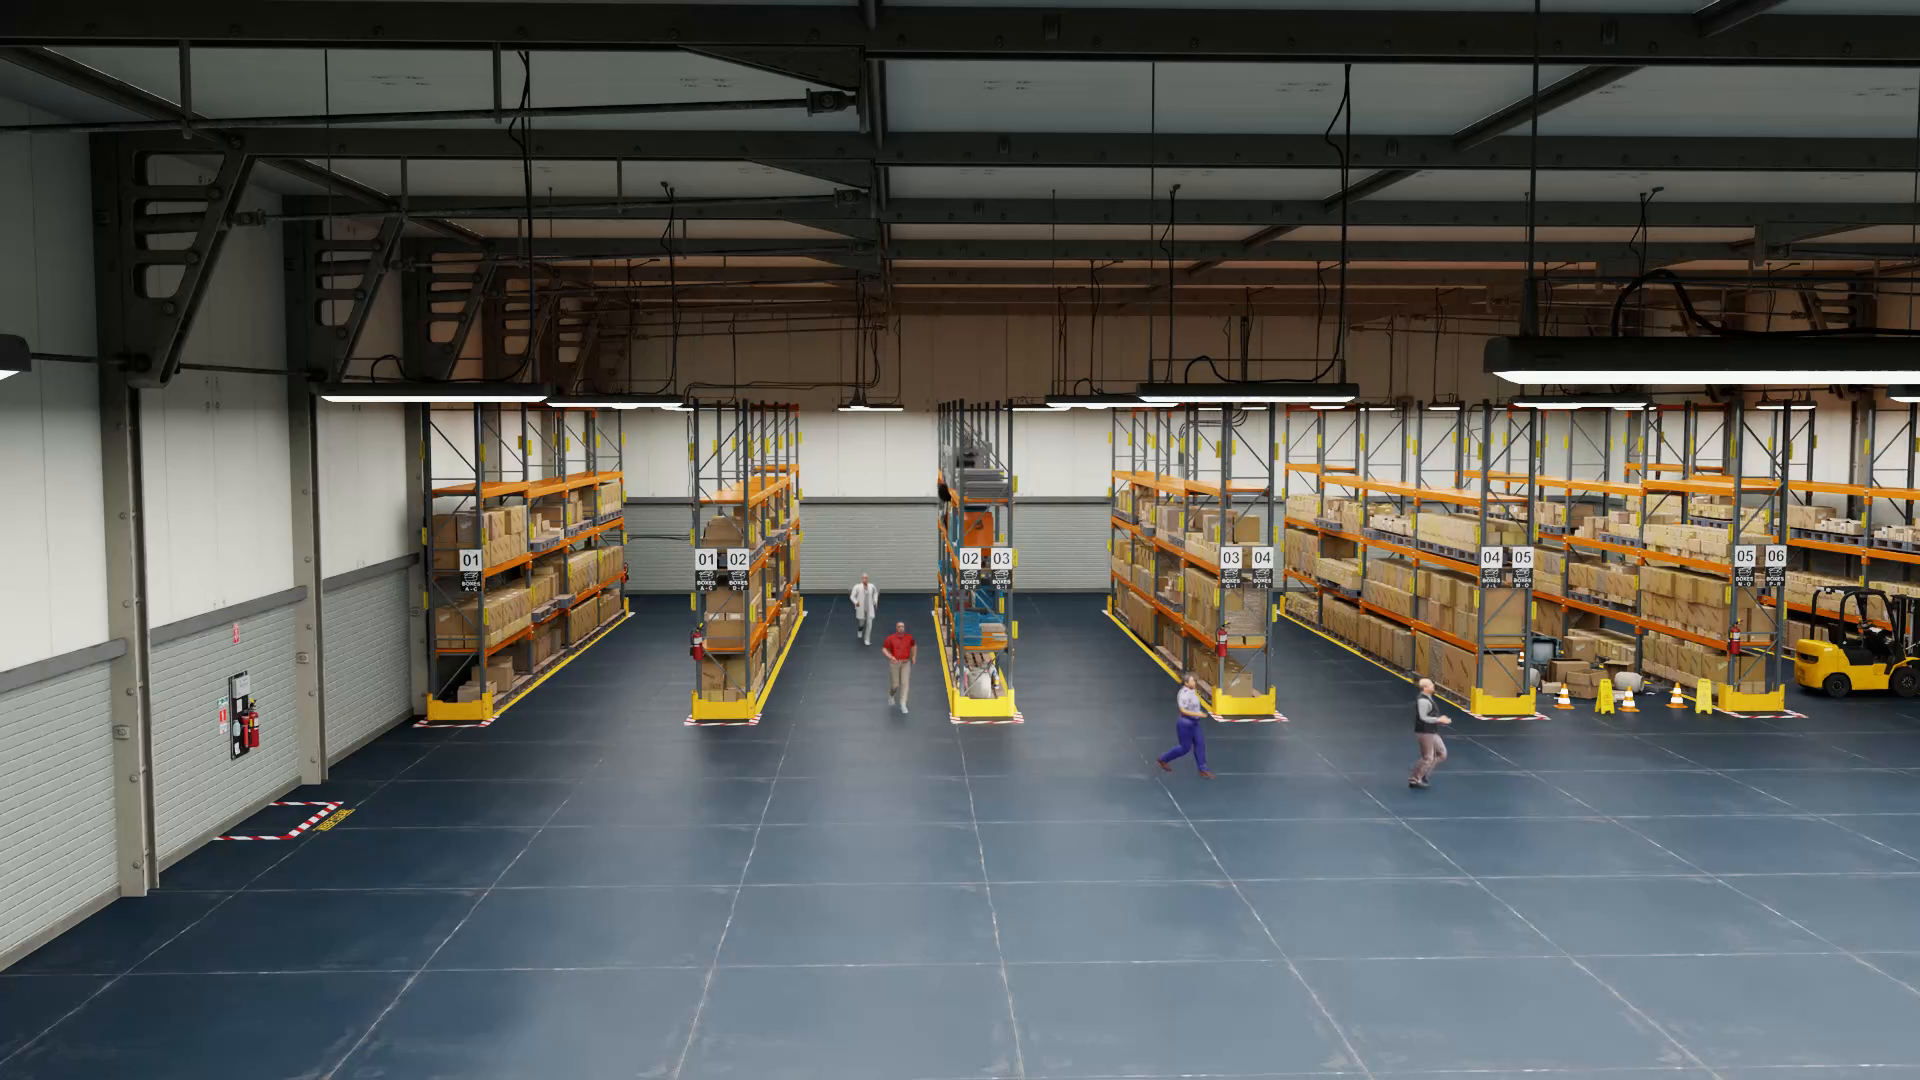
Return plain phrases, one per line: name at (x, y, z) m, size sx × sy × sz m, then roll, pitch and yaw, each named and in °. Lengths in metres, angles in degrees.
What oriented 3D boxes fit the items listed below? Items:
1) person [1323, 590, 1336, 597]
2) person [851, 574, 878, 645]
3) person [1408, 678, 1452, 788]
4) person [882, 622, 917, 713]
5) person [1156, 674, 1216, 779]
person at (10.705, 1.181, 48.722) m, size 0.664 × 1.644 × 0.897 m, roll -3°, pitch 5°, yaw -34°
person at (-2.359, 1.712, 41.349) m, size 0.721 × 1.750 × 0.887 m, roll -1°, pitch 4°, yaw -14°
person at (7.173, 2.947, 25.333) m, size 0.638 × 1.686 × 0.638 m, roll 2°, pitch 5°, yaw 23°
person at (-1.162, 2.433, 32.196) m, size 0.689 × 1.731 × 0.794 m, roll -1°, pitch 4°, yaw -13°
person at (3.567, 2.925, 26.134) m, size 0.931 × 1.657 × 0.619 m, roll 2°, pitch 5°, yaw 21°
